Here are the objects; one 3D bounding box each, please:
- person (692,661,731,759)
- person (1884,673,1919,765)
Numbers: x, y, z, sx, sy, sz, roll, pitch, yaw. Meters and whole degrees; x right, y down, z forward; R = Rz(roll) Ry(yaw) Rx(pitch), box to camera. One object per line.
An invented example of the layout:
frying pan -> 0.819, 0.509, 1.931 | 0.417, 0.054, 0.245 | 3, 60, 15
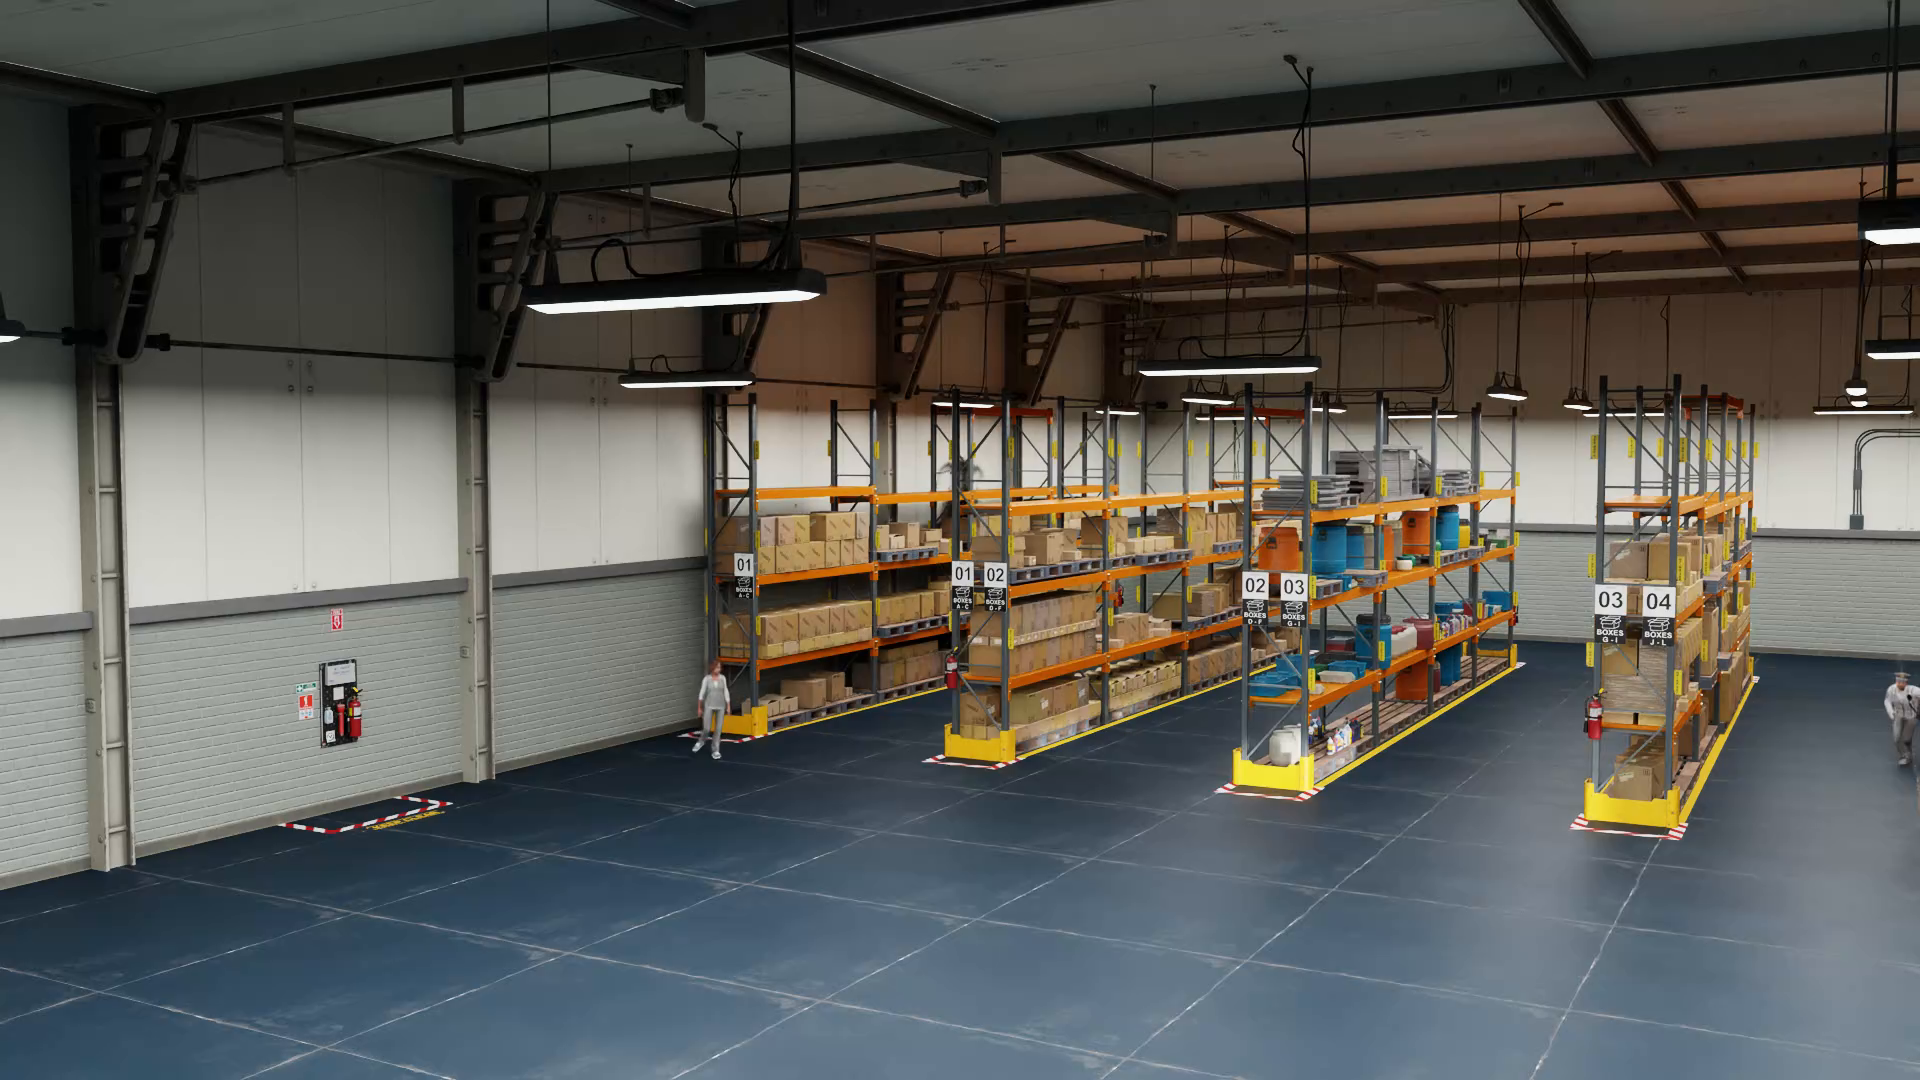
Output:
person -> -4.048, 2.744, 27.026 | 0.559, 1.591, 0.506 | -1, 3, -22
person -> 15.027, 2.833, 26.378 | 0.638, 1.501, 0.774 | 3, 4, 39
